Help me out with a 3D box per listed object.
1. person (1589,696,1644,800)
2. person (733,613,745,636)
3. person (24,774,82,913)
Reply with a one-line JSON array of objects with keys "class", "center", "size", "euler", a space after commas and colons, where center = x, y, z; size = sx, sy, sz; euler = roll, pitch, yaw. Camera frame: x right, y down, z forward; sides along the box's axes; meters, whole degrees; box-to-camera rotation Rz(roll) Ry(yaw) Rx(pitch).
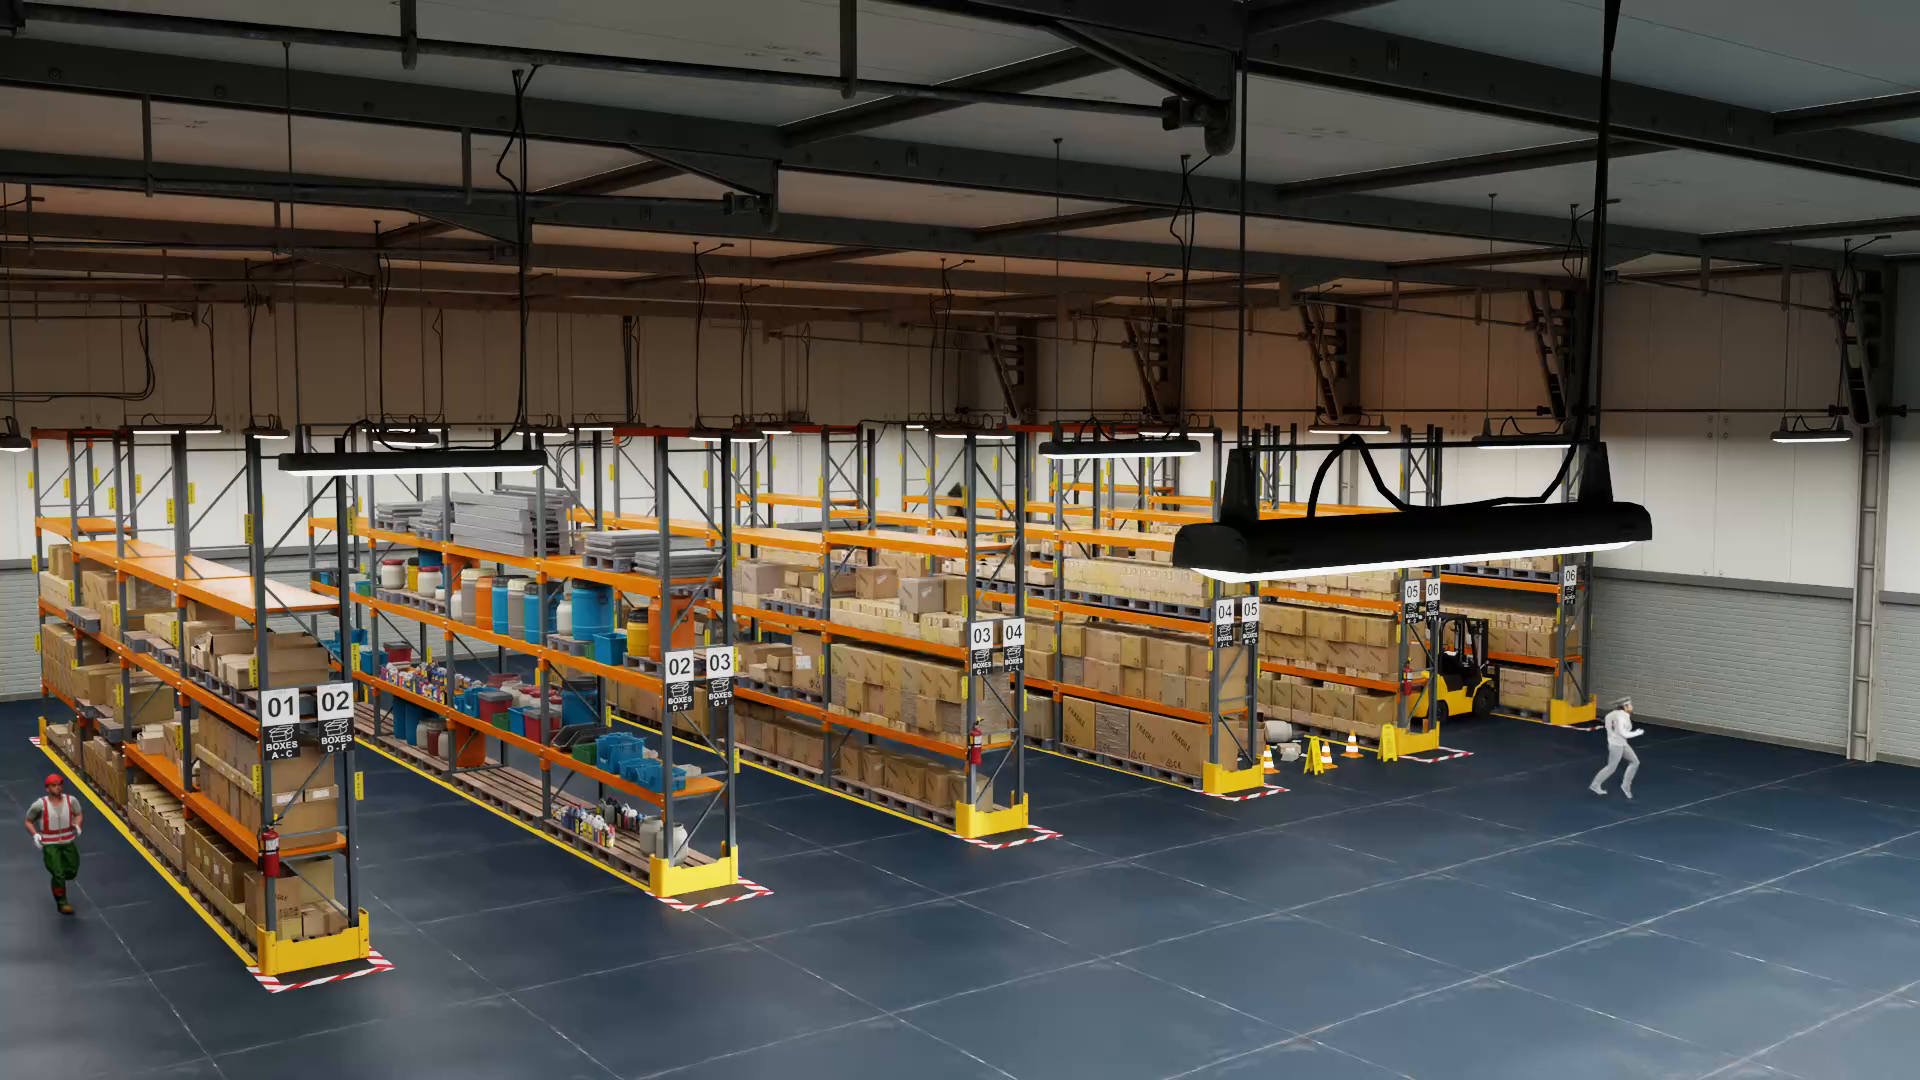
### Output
[{"class": "person", "center": [10.696, 3.368, 27.073], "size": [0.807, 1.704, 0.639], "euler": [2, 5, 23]}, {"class": "person", "center": [-5.522, 2.287, 41.374], "size": [0.612, 1.664, 0.678], "euler": [4, 6, 43]}, {"class": "person", "center": [-11.404, 3.810, 20.978], "size": [0.692, 1.746, 0.651], "euler": [4, 6, 44]}]
